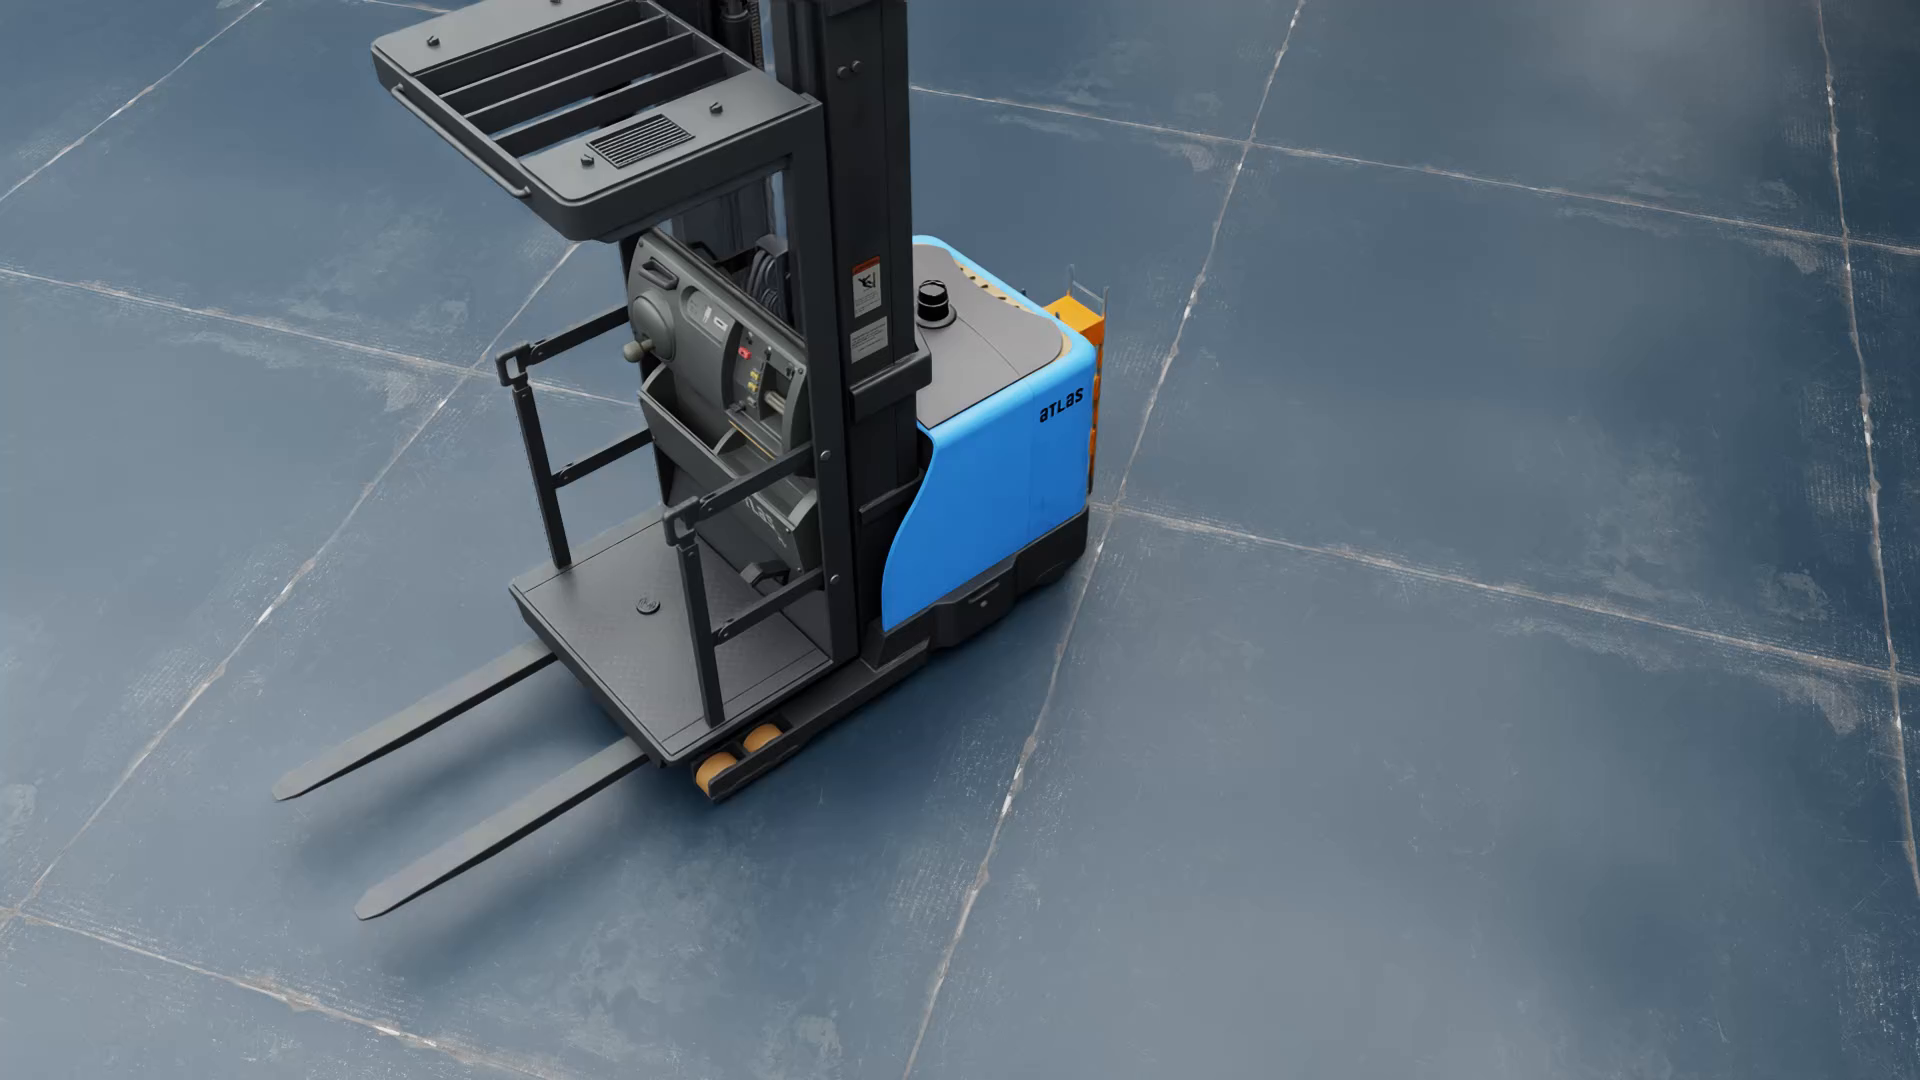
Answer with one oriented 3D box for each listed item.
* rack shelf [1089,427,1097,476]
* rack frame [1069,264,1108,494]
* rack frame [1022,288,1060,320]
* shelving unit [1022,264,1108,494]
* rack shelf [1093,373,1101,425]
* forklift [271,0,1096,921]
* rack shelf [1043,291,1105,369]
[{"bbox_3d":[0.392,-0.359,6.778,0.240,0.259,0.215,-31,52,-28],"label":"rack shelf"},{"bbox_3d":[0.486,-0.620,6.633,0.008,1.050,0.200,-31,52,-28],"label":"rack frame"},{"bbox_3d":[0.299,-0.510,6.520,0.008,1.050,0.200,-31,52,-28],"label":"rack frame"},{"bbox_3d":[0.393,-0.565,6.576,0.252,1.050,0.215,-31,52,-28],"label":"shelving unit"},{"bbox_3d":[0.393,-0.557,6.584,0.240,0.259,0.215,-31,52,-28],"label":"rack shelf"},{"bbox_3d":[-0.945,-0.561,5.227,3.031,2.935,1.130,-31,52,-28],"label":"forklift"},{"bbox_3d":[0.393,-0.760,6.385,0.240,0.259,0.215,-31,52,-28],"label":"rack shelf"}]
